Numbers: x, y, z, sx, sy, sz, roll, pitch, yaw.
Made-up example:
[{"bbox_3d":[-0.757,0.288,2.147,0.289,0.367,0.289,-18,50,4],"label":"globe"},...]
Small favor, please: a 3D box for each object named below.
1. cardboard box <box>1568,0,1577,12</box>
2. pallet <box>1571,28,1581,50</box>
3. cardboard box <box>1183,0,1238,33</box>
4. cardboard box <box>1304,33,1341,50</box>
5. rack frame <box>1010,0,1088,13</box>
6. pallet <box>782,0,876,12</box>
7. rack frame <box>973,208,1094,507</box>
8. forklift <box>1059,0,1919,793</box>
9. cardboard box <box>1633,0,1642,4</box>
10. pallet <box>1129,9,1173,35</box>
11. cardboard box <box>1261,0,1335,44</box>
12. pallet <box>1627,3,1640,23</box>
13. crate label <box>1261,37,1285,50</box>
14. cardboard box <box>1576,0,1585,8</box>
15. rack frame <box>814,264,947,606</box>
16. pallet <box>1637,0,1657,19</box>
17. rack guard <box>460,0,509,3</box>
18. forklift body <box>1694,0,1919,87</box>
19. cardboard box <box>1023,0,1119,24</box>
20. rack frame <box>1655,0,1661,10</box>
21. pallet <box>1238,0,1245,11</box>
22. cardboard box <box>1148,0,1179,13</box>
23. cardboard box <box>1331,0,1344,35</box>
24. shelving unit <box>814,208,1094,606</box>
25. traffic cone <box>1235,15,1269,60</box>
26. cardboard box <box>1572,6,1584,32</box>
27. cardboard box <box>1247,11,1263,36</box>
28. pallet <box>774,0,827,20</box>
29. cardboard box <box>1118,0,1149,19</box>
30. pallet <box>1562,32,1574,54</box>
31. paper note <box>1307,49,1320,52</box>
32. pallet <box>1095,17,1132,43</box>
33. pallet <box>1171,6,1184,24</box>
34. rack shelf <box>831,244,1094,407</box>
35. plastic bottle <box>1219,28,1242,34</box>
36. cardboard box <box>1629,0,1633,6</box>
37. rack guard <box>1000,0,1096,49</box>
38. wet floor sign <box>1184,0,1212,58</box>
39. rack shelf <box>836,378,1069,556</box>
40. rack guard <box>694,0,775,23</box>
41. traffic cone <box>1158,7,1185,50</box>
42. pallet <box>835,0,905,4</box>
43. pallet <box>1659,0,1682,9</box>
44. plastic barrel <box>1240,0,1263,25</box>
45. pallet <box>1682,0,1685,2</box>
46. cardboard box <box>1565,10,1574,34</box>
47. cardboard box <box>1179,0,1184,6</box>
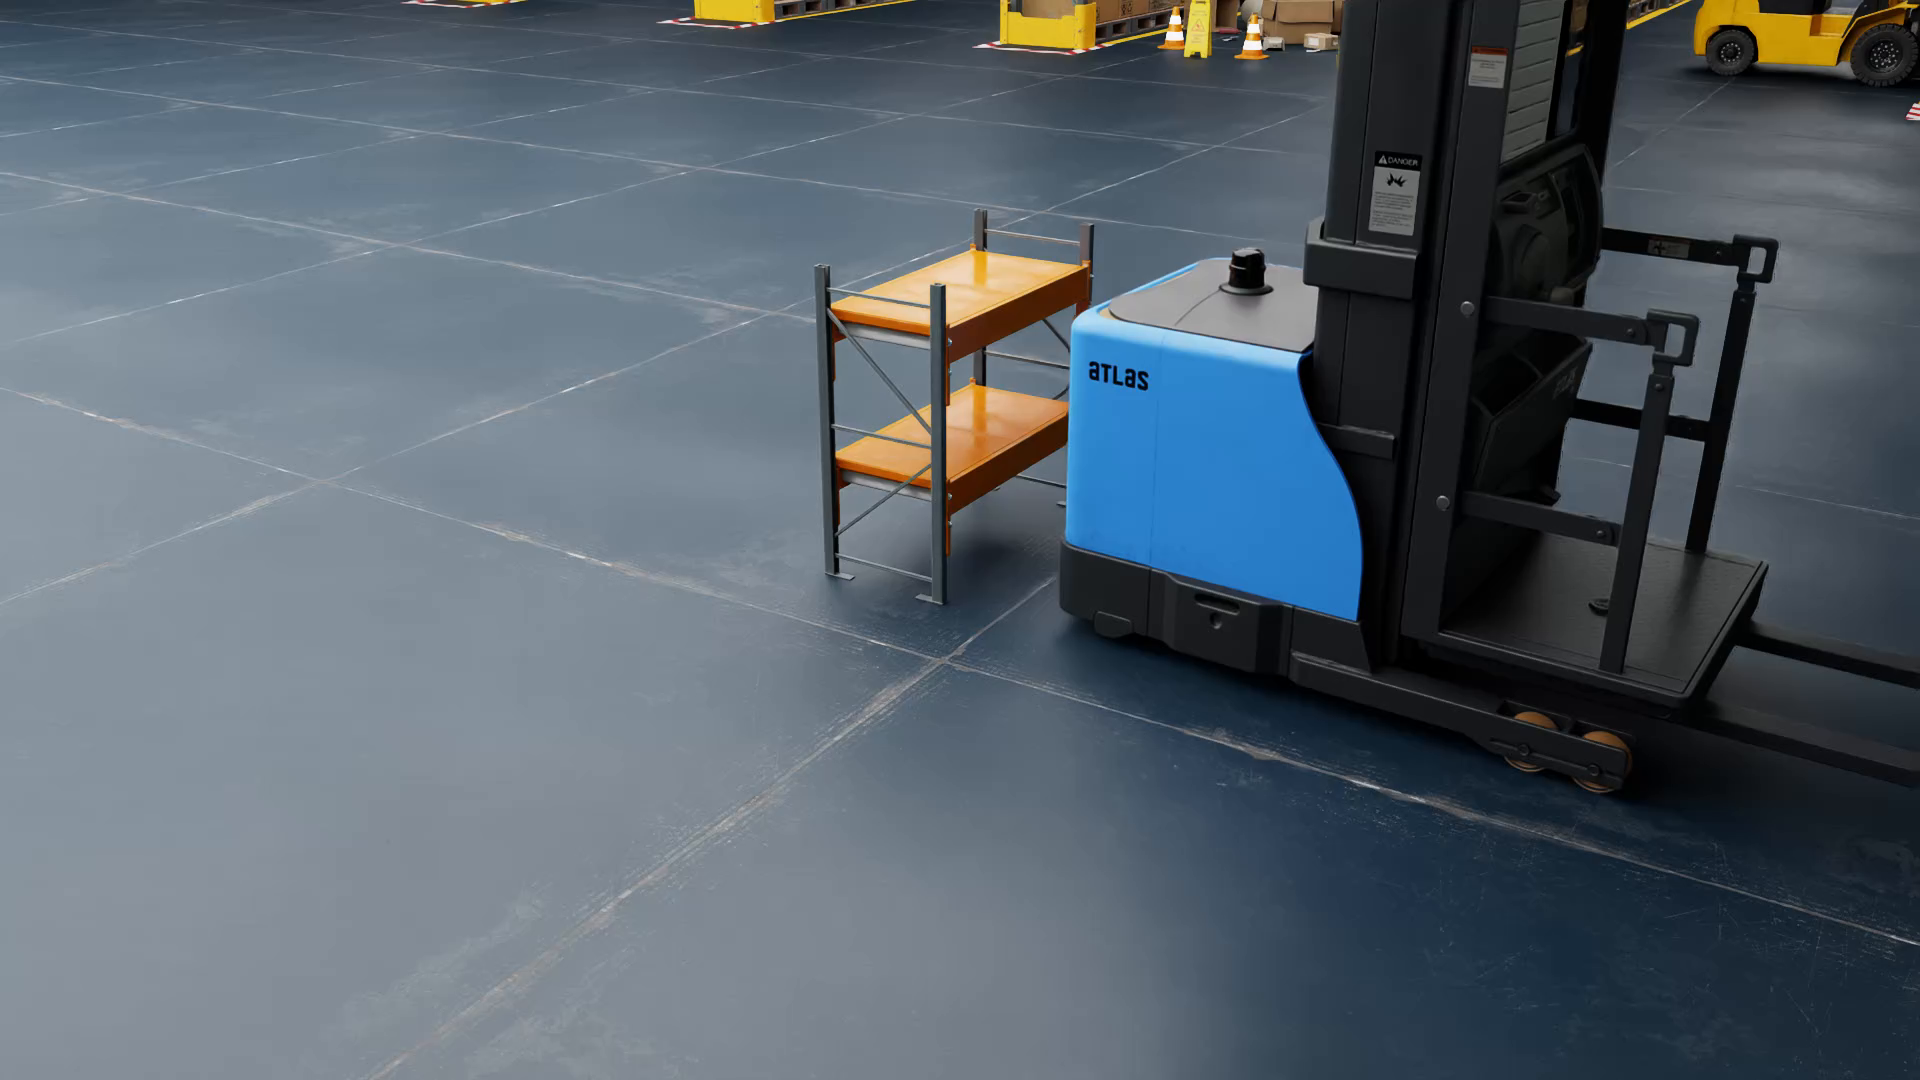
[{"bbox_3d":[6.811,-6.373,19.183,0.500,0.500,0.500,15,28,32],"label":"cardboard box"},{"bbox_3d":[7.106,-6.184,20.270,1.003,0.211,1.213,14,27,29],"label":"pallet"},{"bbox_3d":[3.225,-6.816,21.363,0.500,0.500,0.500,20,30,38],"label":"cardboard box"},{"bbox_3d":[4.295,-5.905,19.703,0.250,0.149,0.380,-12,26,-26],"label":"cardboard box"},{"bbox_3d":[1.062,-7.351,19.455,1.000,3.000,0.127,14,27,29],"label":"rack frame"},{"bbox_3d":[-1.956,-7.848,24.112,1.003,0.211,1.213,14,27,29],"label":"pallet"},{"bbox_3d":[0.272,-0.690,6.428,0.500,1.125,0.032,14,27,29],"label":"rack frame"},{"bbox_3d":[1.834,-0.882,4.598,3.031,2.935,1.130,15,28,31],"label":"forklift"},{"bbox_3d":[8.851,-7.595,22.799,0.950,0.372,0.625,13,27,28],"label":"cardboard box"},{"bbox_3d":[2.061,-6.768,21.618,1.003,0.211,1.213,14,27,29],"label":"pallet"},{"bbox_3d":[4.096,-6.326,20.229,0.797,0.503,0.637,-3,24,-7],"label":"cardboard box"},{"bbox_3d":[8.482,-7.095,22.373,1.003,0.211,1.213,14,27,29],"label":"pallet"},{"bbox_3d":[3.691,-5.846,19.581,0.250,0.136,0.298,1,23,2],"label":"crate label"},{"bbox_3d":[7.079,-6.545,19.582,0.500,0.500,0.500,14,27,30],"label":"cardboard box"},{"bbox_3d":[-0.265,-0.347,5.635,0.500,1.125,0.032,14,27,29],"label":"rack frame"},{"bbox_3d":[9.127,-7.505,23.320,1.003,0.211,1.213,14,27,29],"label":"pallet"},{"bbox_3d":[-7.307,-8.351,24.911,1.175,0.500,0.348,14,27,29],"label":"rack guard"},{"bbox_3d":[8.990,-5.942,17.268,2.313,2.155,1.214,14,27,29],"label":"forklift body"},{"bbox_3d":[1.363,-6.811,20.354,0.875,0.875,0.875,14,27,29],"label":"cardboard box"},{"bbox_3d":[9.540,-9.048,23.375,1.000,3.000,0.127,14,27,29],"label":"rack frame"},{"bbox_3d":[3.515,-7.698,23.766,1.003,0.211,1.213,14,27,29],"label":"pallet"},{"bbox_3d":[2.308,-7.416,21.751,0.875,0.875,0.875,14,27,29],"label":"cardboard box"},{"bbox_3d":[4.582,-6.705,20.935,0.797,0.637,0.503,14,27,29],"label":"cardboard box"},{"bbox_3d":[0.004,-0.518,6.032,0.538,1.125,1.048,14,27,29],"label":"shelving unit"},{"bbox_3d":[3.329,-5.717,18.874,0.336,0.463,0.334,14,27,29],"label":"traffic cone"},{"bbox_3d":[7.074,-6.191,19.708,0.500,0.250,0.500,13,27,28],"label":"cardboard box"},{"bbox_3d":[3.830,-6.480,20.885,0.396,0.266,0.258,20,30,38],"label":"cardboard box"},{"bbox_3d":[-2.600,-7.437,23.164,1.003,0.211,1.213,14,27,29],"label":"pallet"},{"bbox_3d":[1.825,-7.109,21.041,0.875,0.875,0.875,13,27,28],"label":"cardboard box"},{"bbox_3d":[6.463,-5.771,19.315,1.003,0.211,1.213,14,27,29],"label":"pallet"},{"bbox_3d":[4.128,-5.722,19.428,0.148,0.019,0.142,5,24,11],"label":"paper note"},{"bbox_3d":[1.417,-6.358,20.670,1.003,0.211,1.213,14,27,29],"label":"pallet"},{"bbox_3d":[2.704,-7.181,22.573,1.003,0.211,1.213,14,27,29],"label":"pallet"},{"bbox_3d":[0.004,-0.787,5.916,0.538,0.278,1.000,14,27,29],"label":"rack shelf"},{"bbox_3d":[3.431,-6.447,21.065,0.283,0.061,0.133,5,24,11],"label":"plastic bottle"},{"bbox_3d":[8.446,-7.341,22.210,0.950,0.372,0.625,15,28,31],"label":"cardboard box"},{"bbox_3d":[1.049,-6.196,19.933,1.175,0.500,0.348,14,27,29],"label":"rack guard"},{"bbox_3d":[2.728,-5.846,18.942,0.267,0.644,0.232,9,25,20],"label":"wet floor sign"},{"bbox_3d":[0.004,-0.294,6.129,0.538,0.278,1.000,14,27,29],"label":"rack shelf"},{"bbox_3d":[-3.059,-7.303,22.491,1.175,0.500,0.348,14,27,29],"label":"rack guard"},{"bbox_3d":[2.548,-6.069,19.686,0.336,0.463,0.334,14,27,29],"label":"traffic cone"},{"bbox_3d":[-1.313,-8.261,25.067,1.003,0.211,1.213,14,27,29],"label":"pallet"},{"bbox_3d":[10.020,-8.019,24.507,1.003,0.211,1.213,14,27,29],"label":"pallet"},{"bbox_3d":[3.876,-6.815,21.458,0.421,0.421,0.512,-7,24,-17],"label":"plastic barrel"},{"bbox_3d":[10.664,-8.429,25.454,1.003,0.211,1.213,14,27,29],"label":"pallet"},{"bbox_3d":[6.802,-6.020,19.314,0.500,0.250,0.500,14,27,30],"label":"cardboard box"},{"bbox_3d":[2.780,-7.721,22.456,0.875,0.875,0.875,14,27,30],"label":"cardboard box"}]
